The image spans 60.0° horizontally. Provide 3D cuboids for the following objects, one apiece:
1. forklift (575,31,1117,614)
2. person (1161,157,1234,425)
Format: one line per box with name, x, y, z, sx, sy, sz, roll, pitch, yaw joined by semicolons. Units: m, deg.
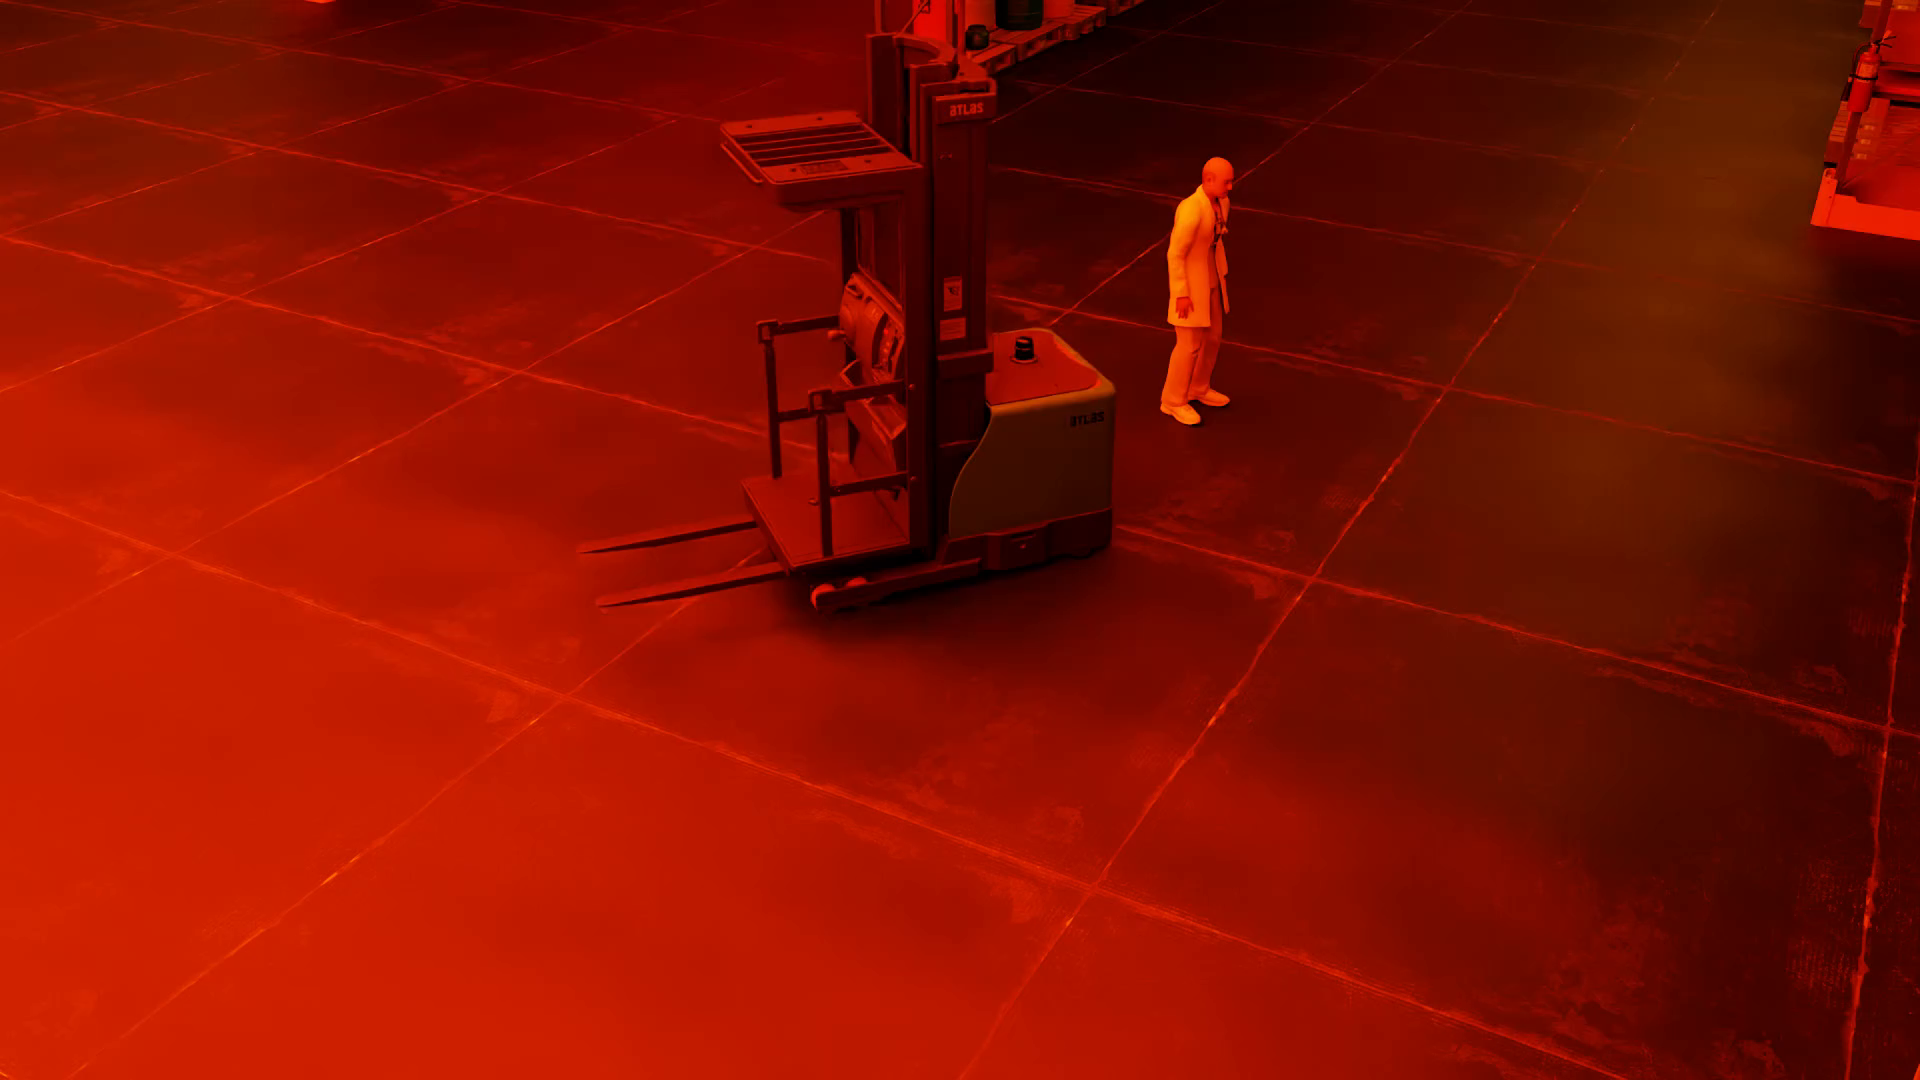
forklift;-0.666;-1.154;9.071;3.031;2.935;1.130;-11;32;-19
person;1.616;-1.702;11.179;0.428;1.772;0.644;21;36;32
